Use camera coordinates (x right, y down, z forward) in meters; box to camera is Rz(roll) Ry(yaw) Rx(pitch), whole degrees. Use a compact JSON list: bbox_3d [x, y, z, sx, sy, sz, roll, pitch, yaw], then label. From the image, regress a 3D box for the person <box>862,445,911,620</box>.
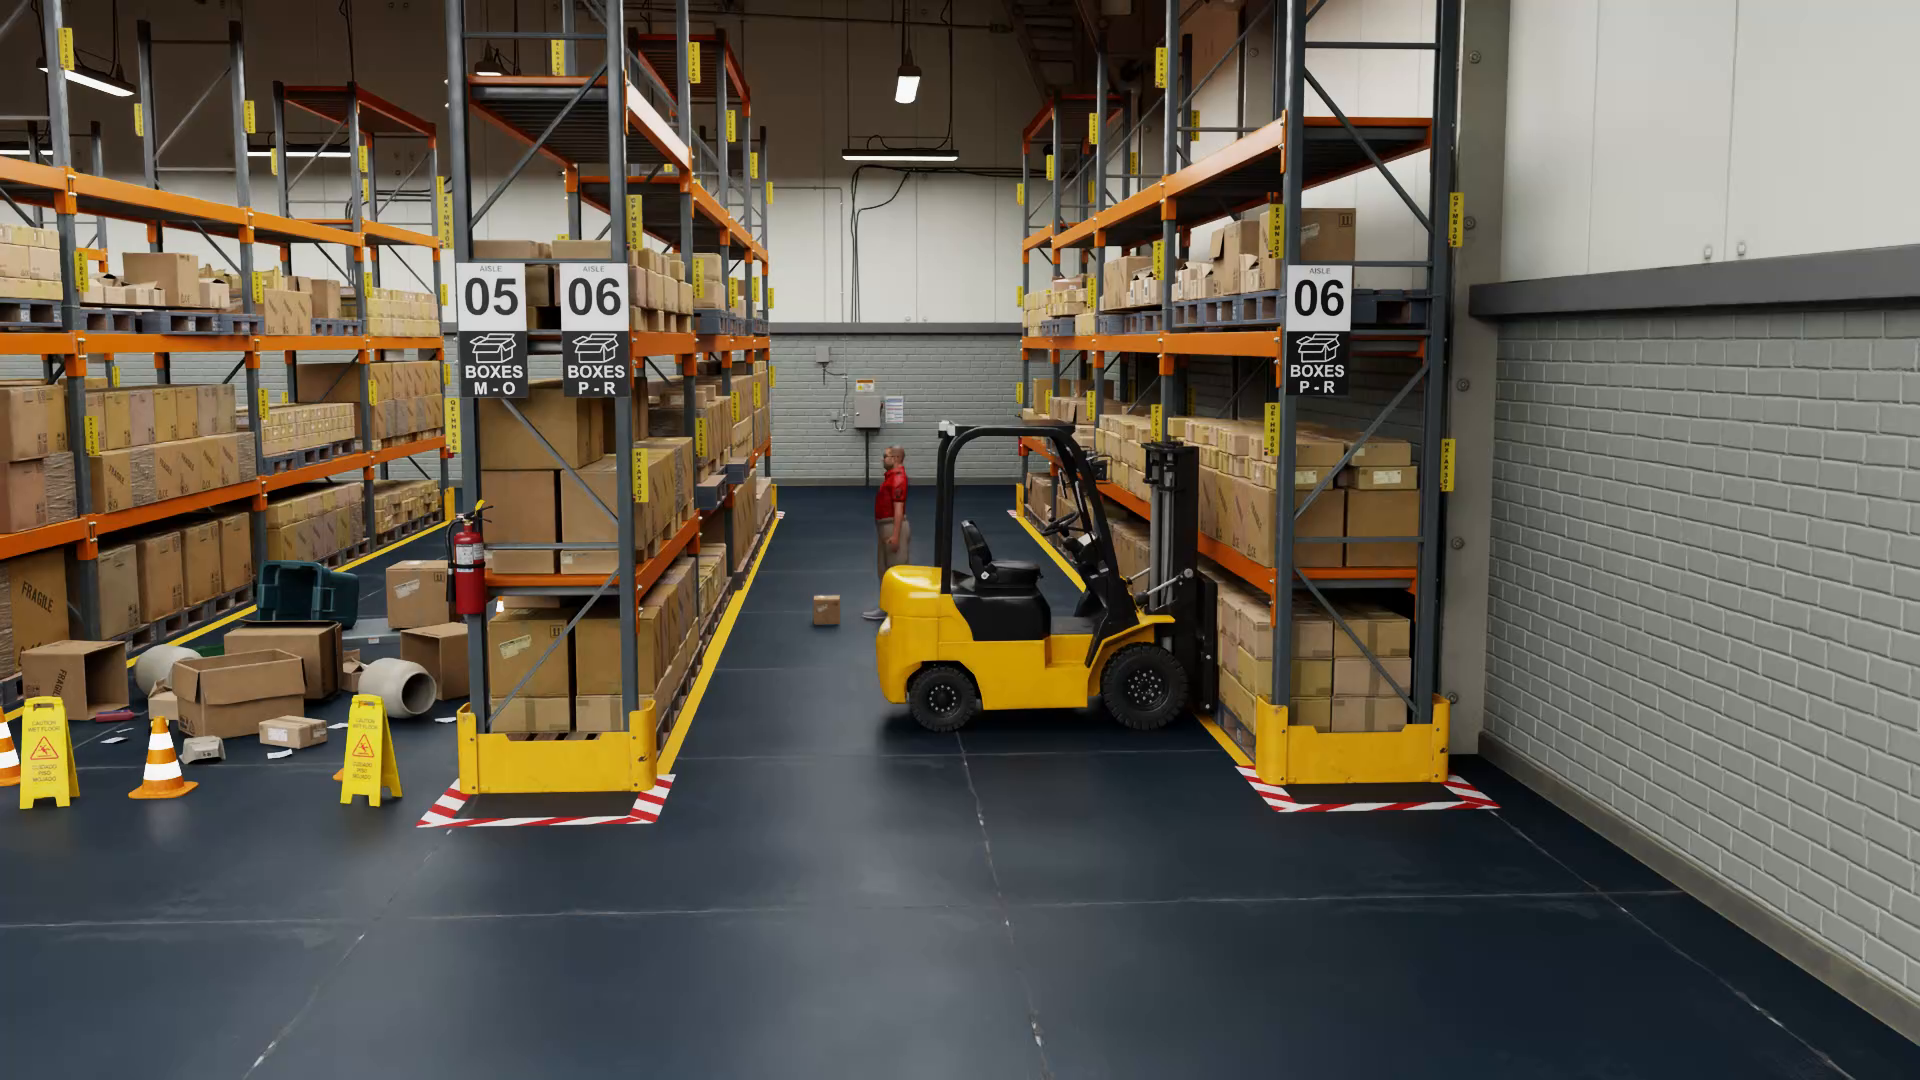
[{"bbox_3d":[-0.628,-0.063,16.263,0.661,1.725,0.555,-1,7,-7],"label":"person"}]
